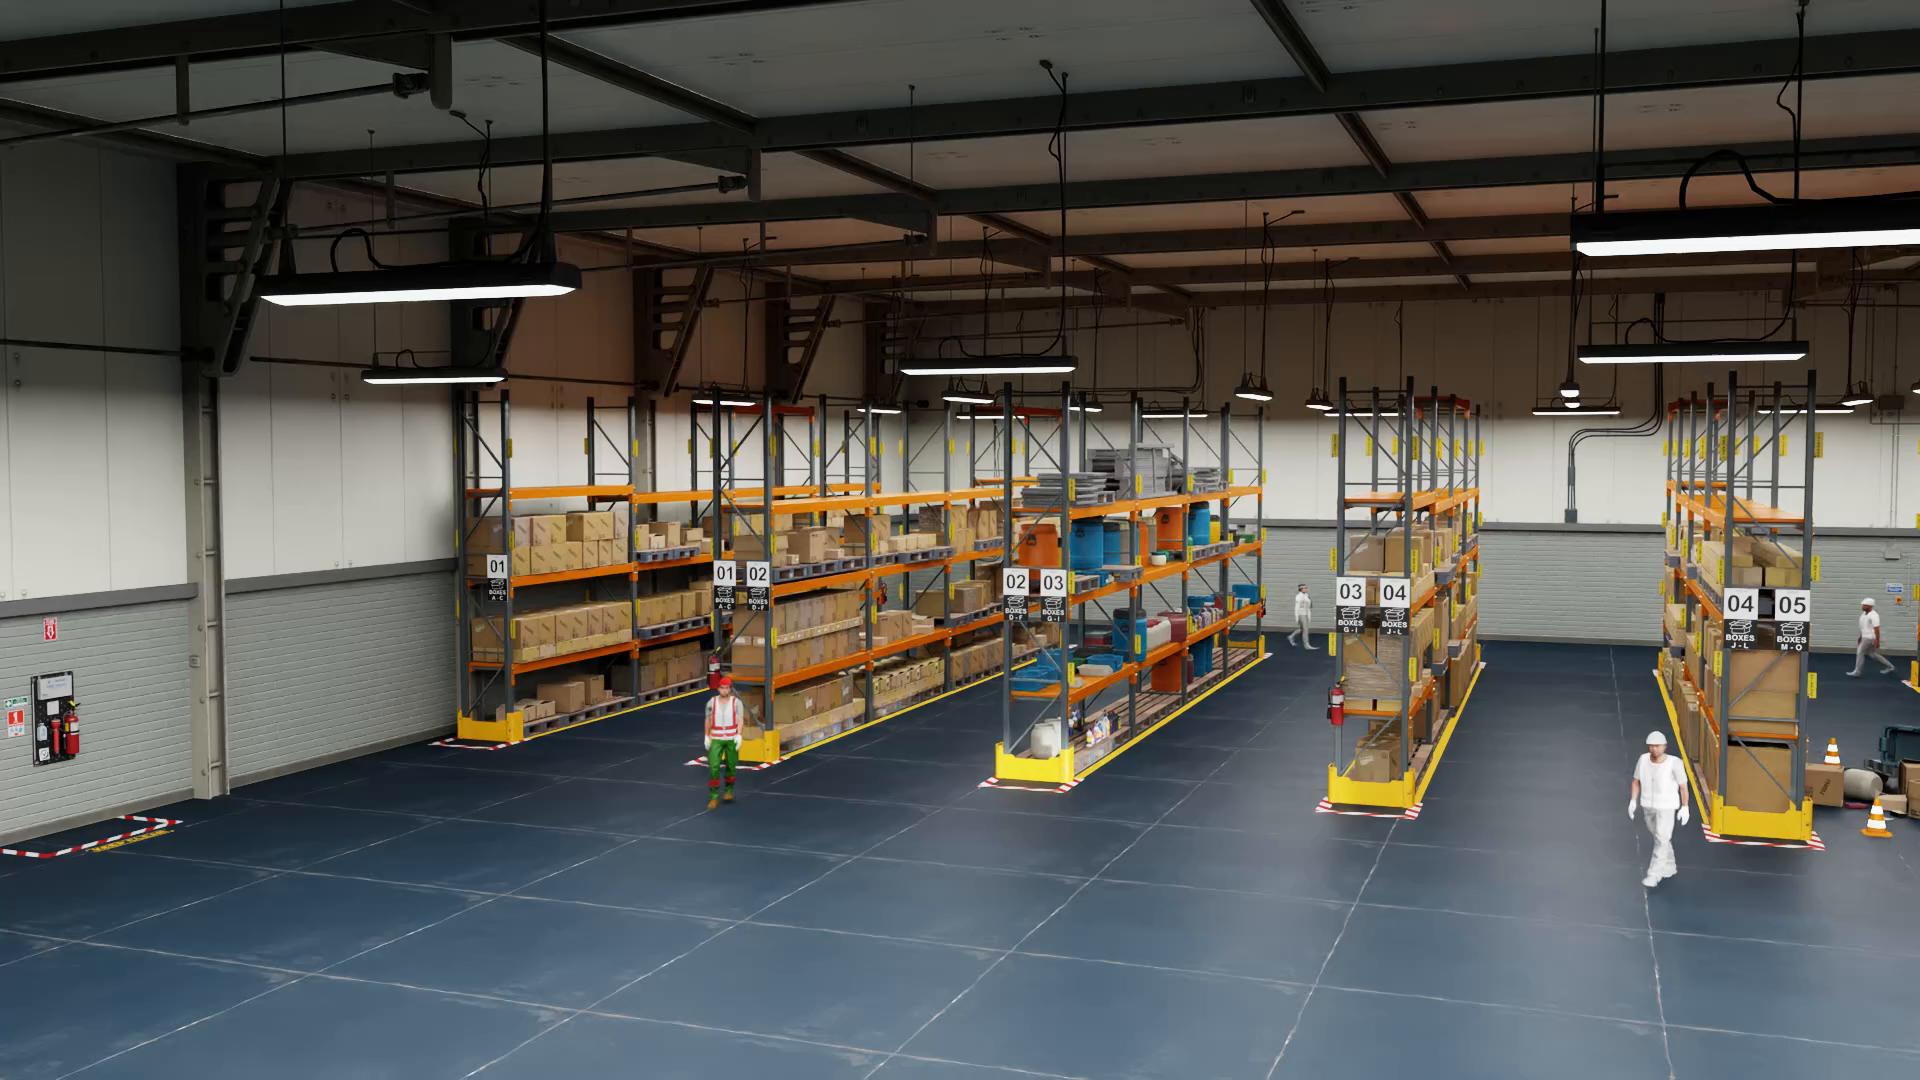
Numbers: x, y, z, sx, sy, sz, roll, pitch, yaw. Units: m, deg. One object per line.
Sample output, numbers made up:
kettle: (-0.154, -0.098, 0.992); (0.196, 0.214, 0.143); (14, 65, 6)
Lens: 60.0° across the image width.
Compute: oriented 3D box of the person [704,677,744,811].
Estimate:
person: (-3.308, 2.829, 23.326); (0.556, 1.801, 0.752); (-1, 3, -10)

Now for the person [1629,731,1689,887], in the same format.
person: (7.957, 3.055, 19.036); (1.035, 1.727, 0.577); (-2, 4, -36)

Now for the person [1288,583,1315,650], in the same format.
person: (8.498, 1.884, 41.466); (0.834, 1.661, 0.491); (3, 4, 40)

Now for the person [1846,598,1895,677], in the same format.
person: (19.897, 2.134, 36.319); (0.989, 1.734, 0.573); (1, 3, 17)
